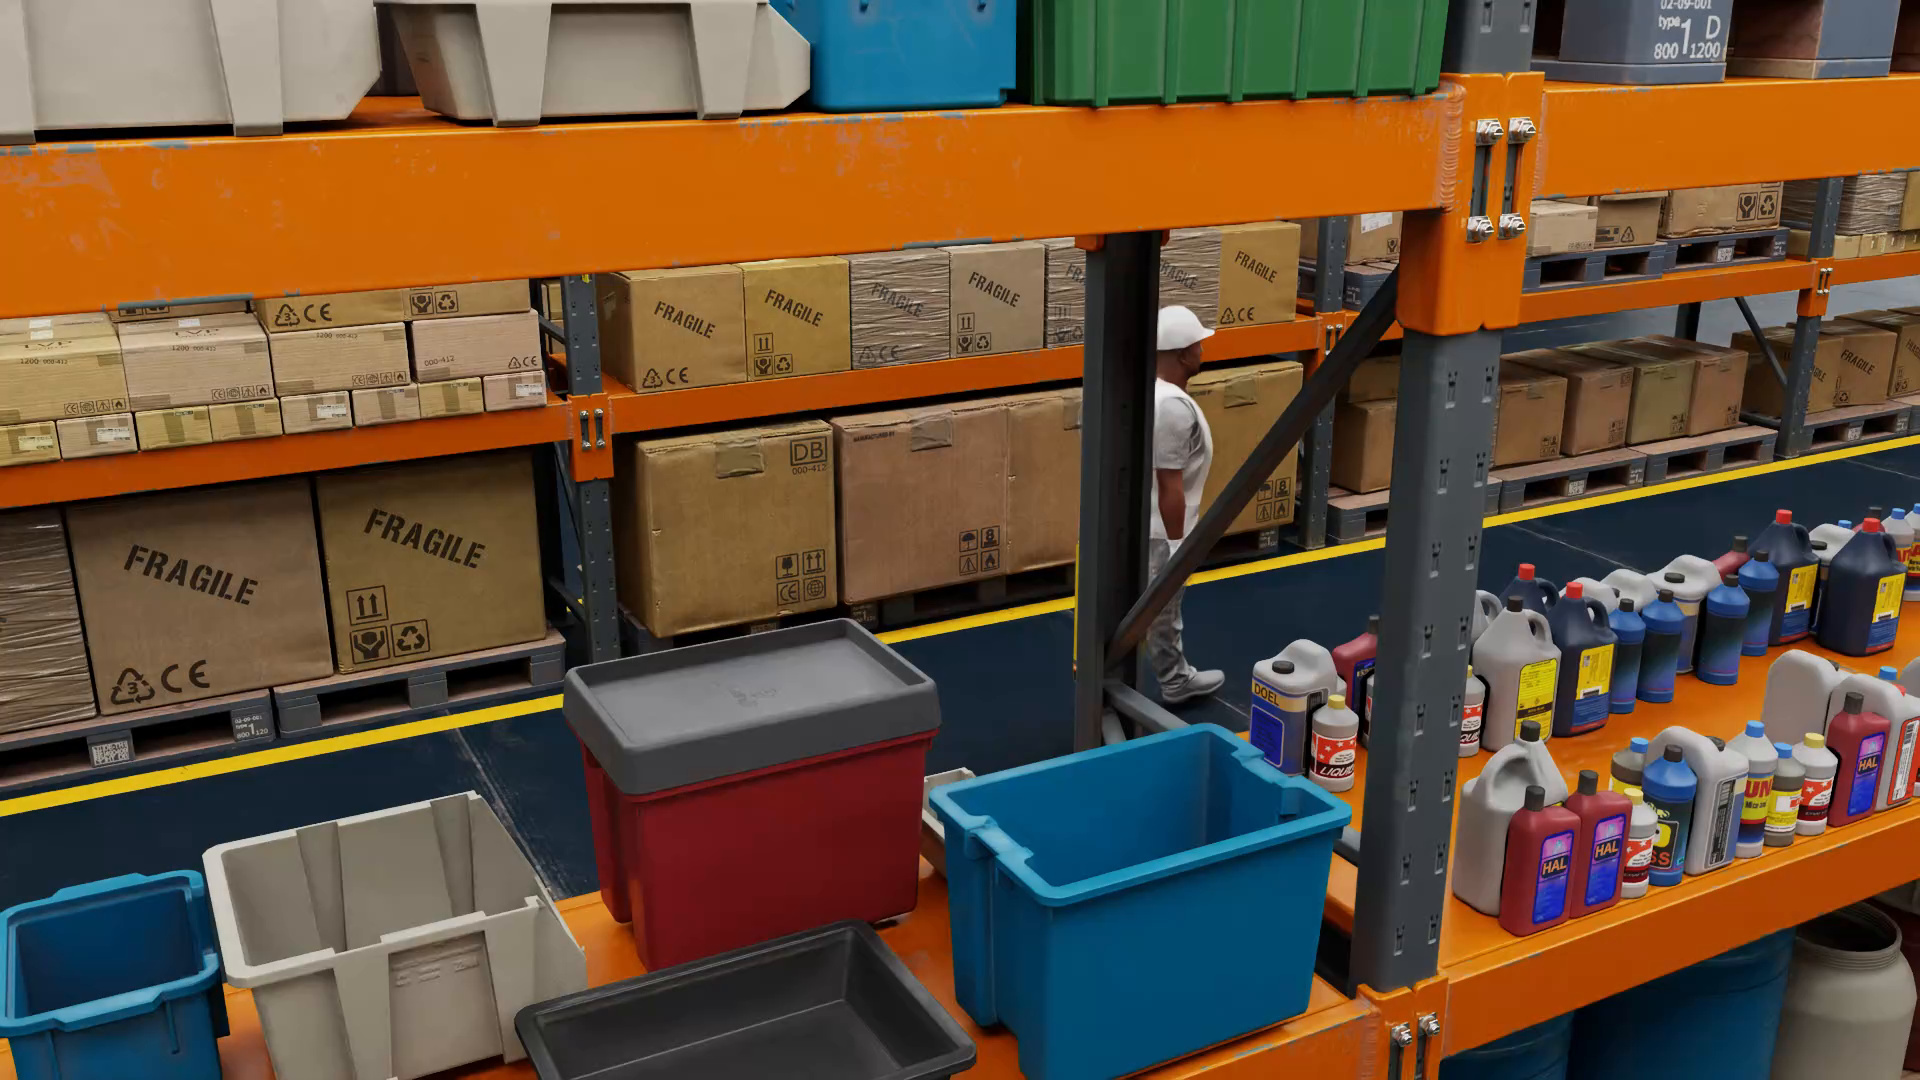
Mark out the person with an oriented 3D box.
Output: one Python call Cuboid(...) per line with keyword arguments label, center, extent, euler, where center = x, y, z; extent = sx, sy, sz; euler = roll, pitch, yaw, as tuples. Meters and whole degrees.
Cuboid(label="person", center=(0.834, -0.073, 6.682), extent=(0.673, 1.767, 0.703), euler=(-1, 18, -3))
